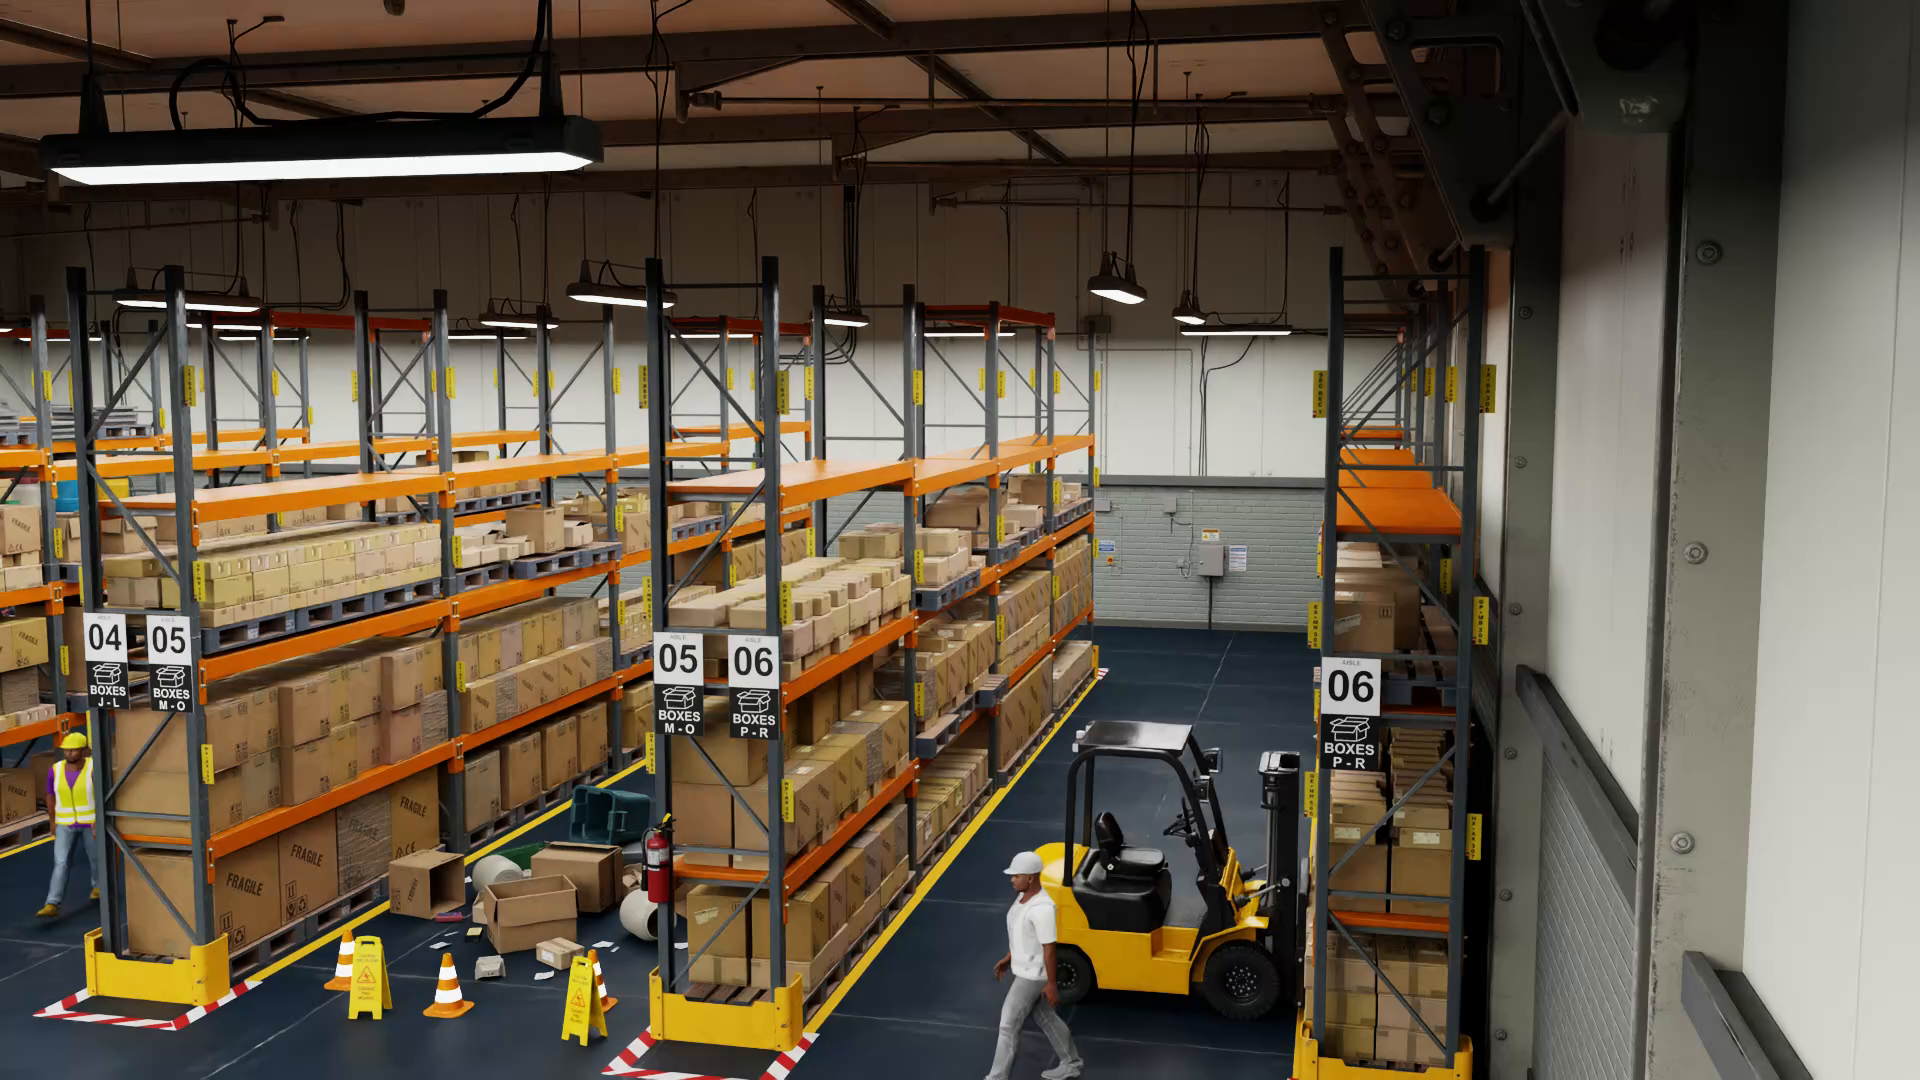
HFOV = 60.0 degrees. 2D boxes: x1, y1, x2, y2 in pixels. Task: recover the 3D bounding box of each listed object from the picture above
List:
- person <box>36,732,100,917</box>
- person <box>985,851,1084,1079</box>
[{"bbox_3d":[-8.416,2.687,15.844,0.590,1.699,1.082,-2,6,-16],"label":"person"},{"bbox_3d":[0.457,3.096,11.962,0.911,1.741,0.568,0,6,-4],"label":"person"}]
